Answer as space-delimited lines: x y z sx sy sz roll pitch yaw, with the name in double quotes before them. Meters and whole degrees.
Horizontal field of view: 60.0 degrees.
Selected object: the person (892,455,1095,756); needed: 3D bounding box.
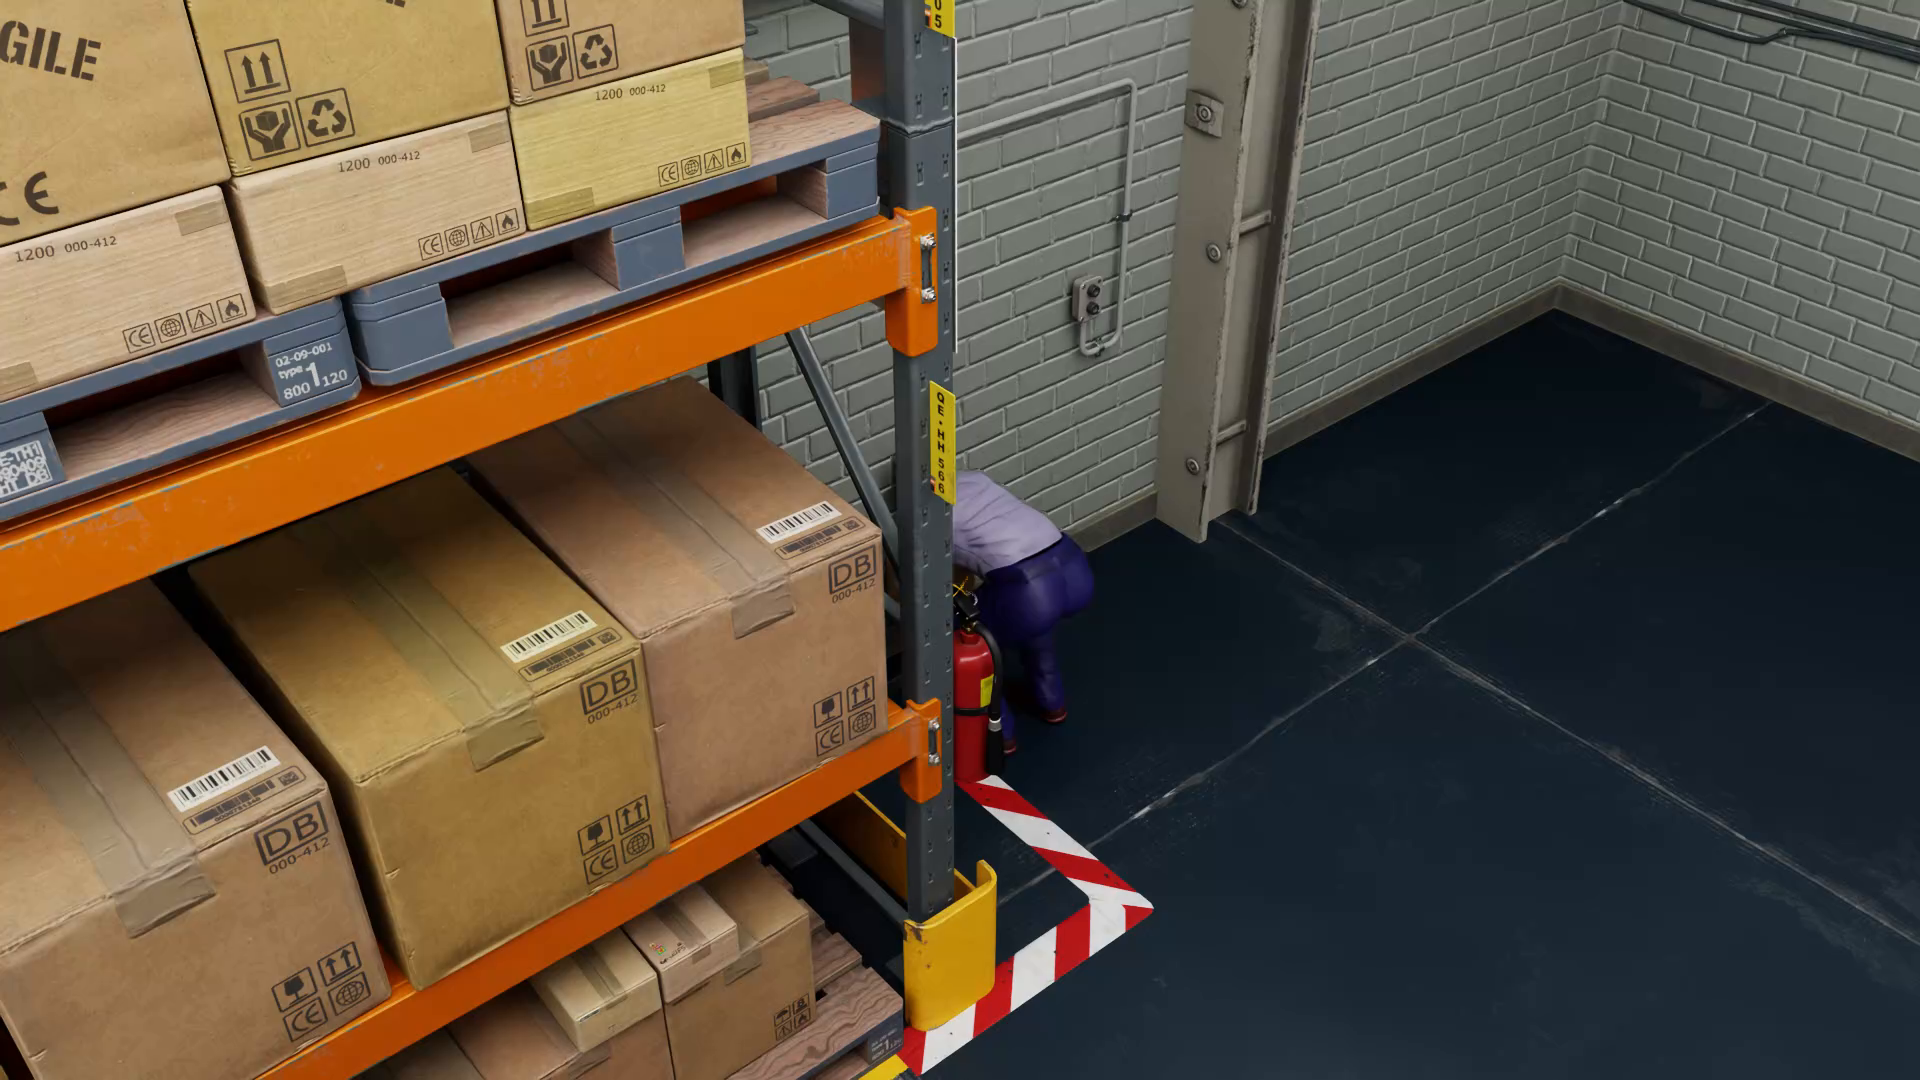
"person" 0.086 0.222 6.354 0.888 1.065 0.508 30 46 35
